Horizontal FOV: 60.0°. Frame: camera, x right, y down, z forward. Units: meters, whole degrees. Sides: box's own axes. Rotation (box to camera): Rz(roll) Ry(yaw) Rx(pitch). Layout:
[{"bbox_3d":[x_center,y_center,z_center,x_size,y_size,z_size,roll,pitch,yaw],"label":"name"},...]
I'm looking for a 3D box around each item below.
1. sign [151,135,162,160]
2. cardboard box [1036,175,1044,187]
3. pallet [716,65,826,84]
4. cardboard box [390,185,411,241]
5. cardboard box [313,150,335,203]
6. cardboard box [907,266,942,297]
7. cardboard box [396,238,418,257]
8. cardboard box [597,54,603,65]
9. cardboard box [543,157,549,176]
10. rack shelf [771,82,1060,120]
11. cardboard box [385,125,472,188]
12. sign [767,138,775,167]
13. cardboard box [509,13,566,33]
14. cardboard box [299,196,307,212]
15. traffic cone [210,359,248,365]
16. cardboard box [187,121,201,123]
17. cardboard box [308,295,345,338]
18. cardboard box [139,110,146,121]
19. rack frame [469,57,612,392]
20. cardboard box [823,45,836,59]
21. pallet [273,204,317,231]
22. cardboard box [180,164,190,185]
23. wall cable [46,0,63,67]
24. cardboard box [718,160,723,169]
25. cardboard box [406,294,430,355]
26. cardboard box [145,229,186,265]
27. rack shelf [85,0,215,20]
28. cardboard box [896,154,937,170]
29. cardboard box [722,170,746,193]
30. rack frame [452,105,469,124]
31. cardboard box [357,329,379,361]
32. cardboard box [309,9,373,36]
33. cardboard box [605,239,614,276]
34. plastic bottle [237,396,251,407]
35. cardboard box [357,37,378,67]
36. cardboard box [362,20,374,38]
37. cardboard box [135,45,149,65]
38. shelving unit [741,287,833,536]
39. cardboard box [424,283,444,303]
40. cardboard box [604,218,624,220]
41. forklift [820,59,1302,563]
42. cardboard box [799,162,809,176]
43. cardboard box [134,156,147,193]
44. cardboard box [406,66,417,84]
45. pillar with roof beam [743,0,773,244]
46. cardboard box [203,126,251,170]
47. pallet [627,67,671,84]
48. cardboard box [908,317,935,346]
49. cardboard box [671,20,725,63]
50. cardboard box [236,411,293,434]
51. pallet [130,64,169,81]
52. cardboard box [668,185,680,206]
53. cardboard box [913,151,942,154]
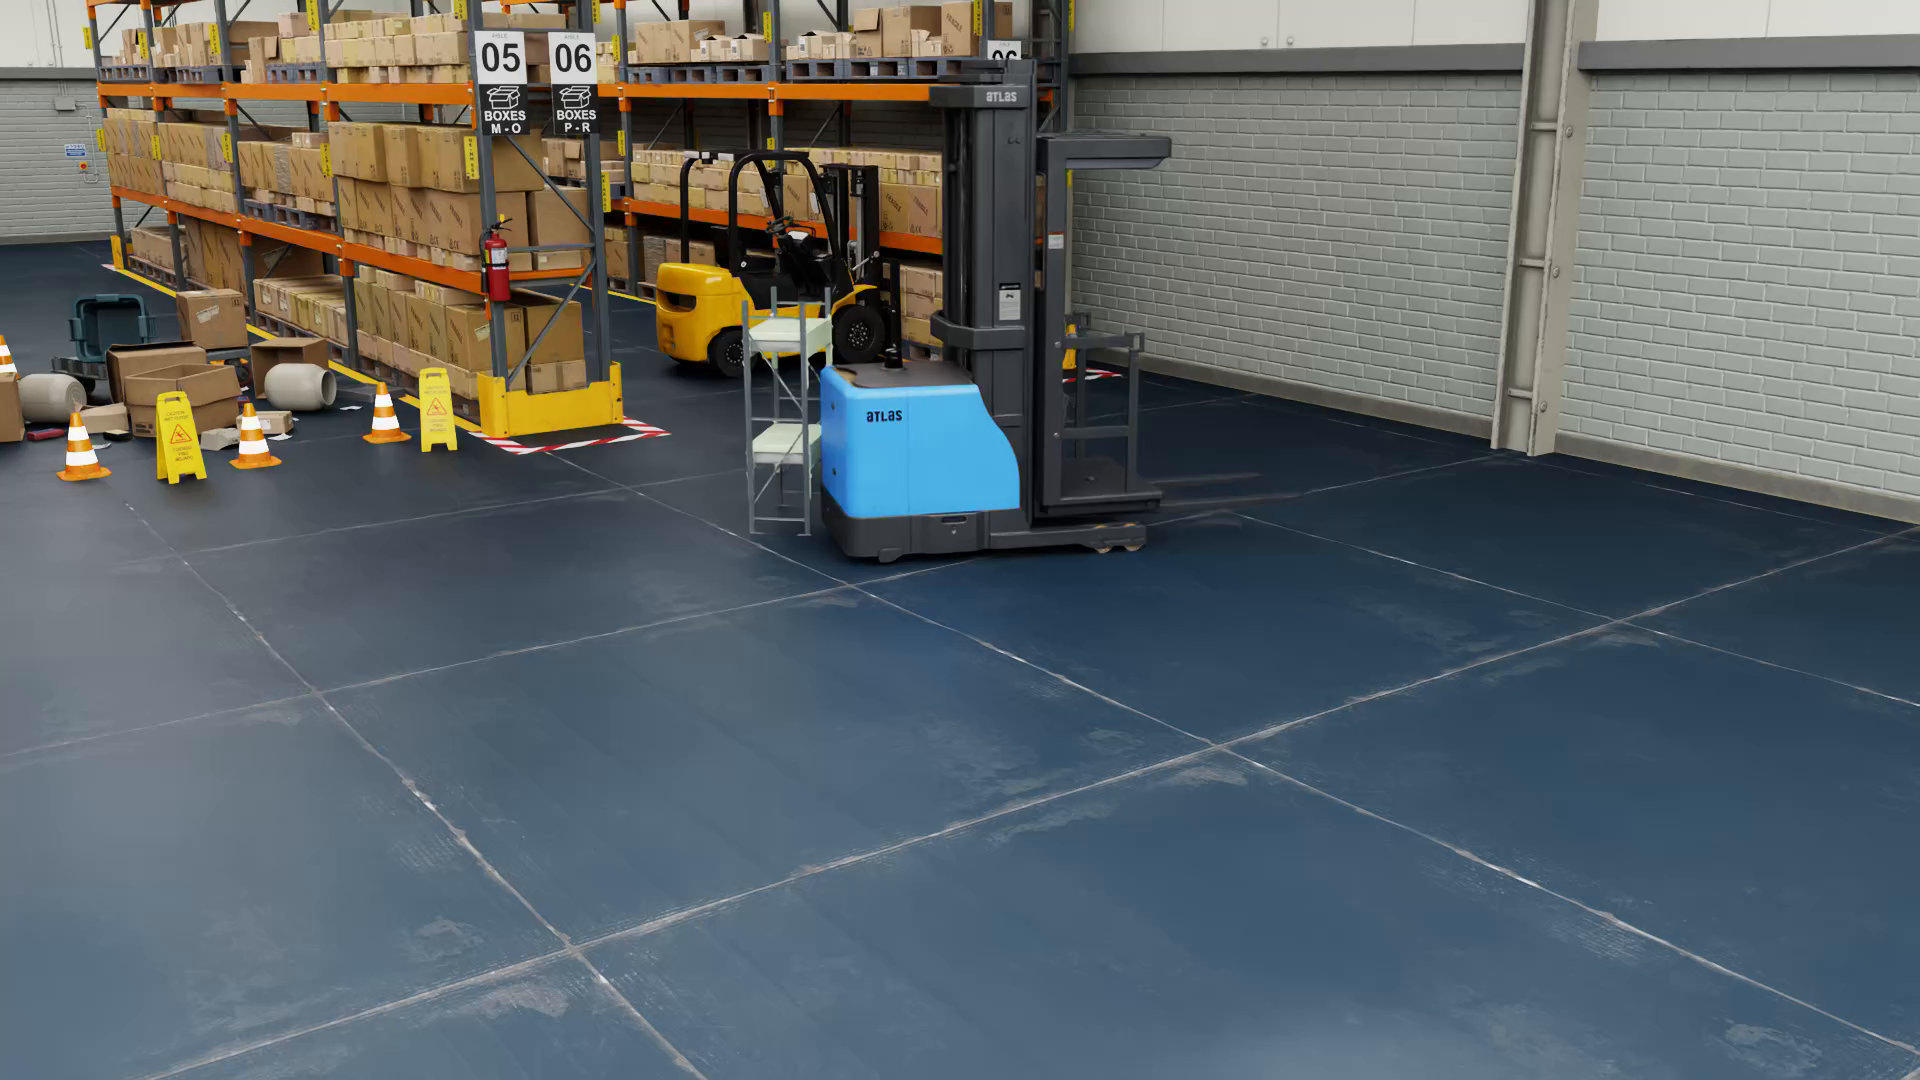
[{"bbox_3d":[-10.896,-5.318,22.533,0.100,0.325,0.005,-11,19,-35],"label":"sign"},{"bbox_3d":[0.631,-3.631,16.743,0.380,0.149,0.250,-11,19,-36],"label":"cardboard box"},{"bbox_3d":[-2.260,-5.552,19.861,0.805,0.209,1.217,-12,19,-37],"label":"pallet"},{"bbox_3d":[-4.799,-2.977,15.018,0.500,0.500,0.500,-11,19,-34],"label":"cardboard box"},{"bbox_3d":[-6.201,-3.697,16.855,0.500,0.500,0.500,-11,19,-36],"label":"cardboard box"},{"bbox_3d":[-0.207,-2.674,17.183,0.500,0.250,0.500,-10,18,-34],"label":"cardboard box"},{"bbox_3d":[-4.903,-2.678,15.154,0.380,0.149,0.250,-11,19,-35],"label":"cardboard box"},{"bbox_3d":[-4.756,-6.589,22.815,0.380,0.149,0.250,-10,18,-33],"label":"cardboard box"},{"bbox_3d":[-5.928,-5.501,24.453,0.396,0.266,0.258,-10,18,-32],"label":"cardboard box"},{"bbox_3d":[-0.555,-4.684,17.689,1.077,0.370,4.000,-11,19,-35],"label":"rack shelf"},{"bbox_3d":[-4.543,-3.337,14.441,0.700,0.500,0.500,-11,19,-35],"label":"cardboard box"},{"bbox_3d":[-2.164,-4.445,19.093,0.100,0.325,0.005,-11,19,-35],"label":"sign"},{"bbox_3d":[-3.436,-4.204,13.537,0.380,0.149,0.250,-11,19,-35],"label":"cardboard box"},{"bbox_3d":[-6.744,-3.551,17.548,0.380,0.149,0.250,-11,19,-34],"label":"cardboard box"},{"bbox_3d":[-7.605,-2.064,17.241,0.336,0.463,0.334,-11,19,-35],"label":"traffic cone"},{"bbox_3d":[-10.532,-5.618,23.338,0.500,0.500,0.500,-11,19,-34],"label":"cardboard box"},{"bbox_3d":[-6.480,-2.440,17.991,0.950,0.372,0.625,-10,18,-31],"label":"cardboard box"},{"bbox_3d":[-11.432,-6.035,23.633,0.380,0.149,0.250,-11,19,-35],"label":"cardboard box"},{"bbox_3d":[-3.392,-2.386,13.612,1.000,3.000,0.127,-11,19,-35],"label":"rack frame"},{"bbox_3d":[-1.261,-5.281,17.997,0.380,0.149,0.250,-10,18,-33],"label":"cardboard box"},{"bbox_3d":[-6.899,-3.585,18.357,1.003,0.211,1.213,-11,19,-35],"label":"pallet"},{"bbox_3d":[-9.812,-4.761,21.625,0.500,0.250,0.500,-11,19,-34],"label":"cardboard box"},{"bbox_3d":[-16.372,-9.867,29.581,0.463,3.000,0.029,-11,19,-35],"label":"wall cable"},{"bbox_3d":[-2.744,-4.625,20.374,0.380,0.149,0.250,-11,19,-36],"label":"cardboard box"},{"bbox_3d":[-4.674,-1.974,15.100,0.500,0.500,0.500,-11,19,-36],"label":"cardboard box"},{"bbox_3d":[-11.786,-4.450,25.210,0.875,0.438,0.875,-10,18,-33],"label":"cardboard box"},{"bbox_3d":[-11.623,-7.729,23.890,1.077,0.370,4.000,-11,19,-35],"label":"rack shelf"},{"bbox_3d":[-0.435,-3.908,17.192,0.380,0.149,0.250,-10,18,-33],"label":"cardboard box"},{"bbox_3d":[-2.535,-4.354,20.140,0.500,0.250,0.500,-11,19,-36],"label":"cardboard box"},{"bbox_3d":[-8.787,-6.574,28.913,1.000,3.000,0.127,-11,19,-35],"label":"rack frame"},{"bbox_3d":[-5.615,-1.949,16.427,0.500,0.250,0.500,-12,19,-37],"label":"cardboard box"},{"bbox_3d":[-6.188,-5.162,16.615,0.500,0.250,0.500,-10,18,-33],"label":"cardboard box"},{"bbox_3d":[-4.791,-4.028,23.550,0.500,0.500,0.500,-11,19,-35],"label":"cardboard box"},{"bbox_3d":[-6.502,-1.256,15.050,0.133,0.061,0.283,-7,17,-25],"label":"plastic bottle"},{"bbox_3d":[-5.112,-4.404,15.023,0.500,0.250,0.500,-11,19,-34],"label":"cardboard box"},{"bbox_3d":[-5.179,-4.618,15.051,0.380,0.149,0.250,-12,19,-36],"label":"cardboard box"},{"bbox_3d":[-11.082,-6.668,22.844,0.396,0.266,0.258,-10,18,-33],"label":"cardboard box"},{"bbox_3d":[-1.106,-0.853,10.851,0.431,1.500,0.755,2,15,8],"label":"shelving unit"},{"bbox_3d":[-4.489,-2.190,14.658,0.380,0.149,0.250,-10,18,-34],"label":"cardboard box"},{"bbox_3d":[-5.190,-4.726,24.872,0.380,0.149,0.250,-11,19,-34],"label":"cardboard box"},{"bbox_3d":[0.672,-1.468,10.389,3.031,2.935,1.130,-4,16,-14],"label":"forklift"},{"bbox_3d":[-1.603,-4.209,18.853,0.380,0.149,0.250,-10,18,-33],"label":"cardboard box"},{"bbox_3d":[-11.541,-5.270,23.960,0.500,0.500,0.500,-11,19,-35],"label":"cardboard box"},{"bbox_3d":[-4.558,-4.022,14.384,0.380,0.149,0.250,-11,19,-36],"label":"cardboard box"},{"bbox_3d":[-6.069,-6.952,18.932,9.100,9.000,0.400,-11,19,-35],"label":"pillar with roof beam"},{"bbox_3d":[-8.920,-4.803,20.359,0.500,0.500,0.500,-10,18,-34],"label":"cardboard box"},{"bbox_3d":[-3.611,-6.090,21.821,1.213,0.211,1.003,-10,18,-32],"label":"pallet"},{"bbox_3d":[-0.196,-2.193,17.318,0.500,0.250,0.500,-11,19,-35],"label":"cardboard box"},{"bbox_3d":[-3.256,-6.202,20.696,0.500,0.500,0.500,-10,18,-33],"label":"cardboard box"},{"bbox_3d":[-5.796,-0.977,13.865,0.380,0.149,0.250,-2,15,-6],"label":"cardboard box"},{"bbox_3d":[-10.920,-6.529,23.234,1.003,0.211,1.213,-11,19,-35],"label":"pallet"},{"bbox_3d":[-3.419,-4.443,21.413,0.500,0.250,0.500,-12,19,-36],"label":"cardboard box"},{"bbox_3d":[-0.290,-4.101,17.898,0.380,0.149,0.250,-11,19,-34],"label":"cardboard box"}]
